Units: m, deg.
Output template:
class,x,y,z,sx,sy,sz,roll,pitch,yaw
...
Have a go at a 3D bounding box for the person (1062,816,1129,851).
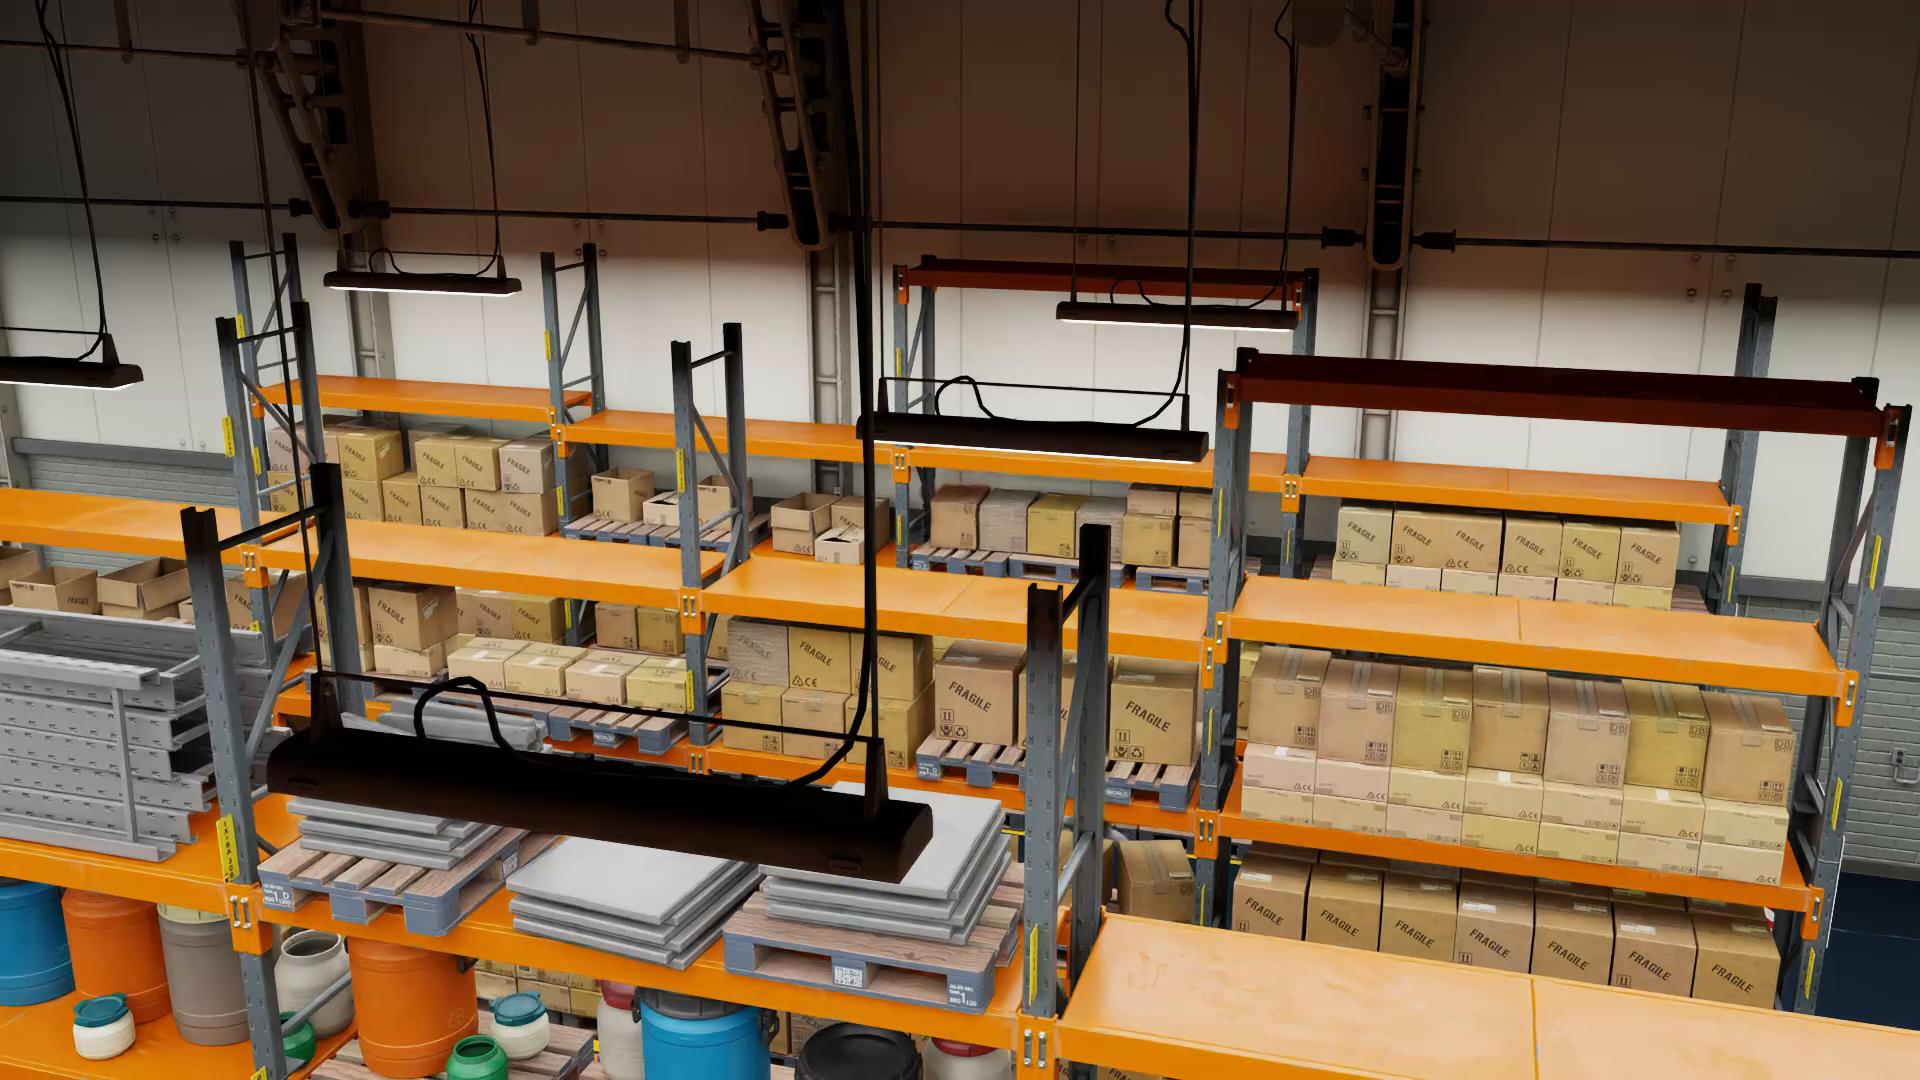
class,x,y,z,sx,sy,sz,roll,pitch,yaw
person,1.363,2.551,16.270,1.019,1.528,0.456,2,16,7
